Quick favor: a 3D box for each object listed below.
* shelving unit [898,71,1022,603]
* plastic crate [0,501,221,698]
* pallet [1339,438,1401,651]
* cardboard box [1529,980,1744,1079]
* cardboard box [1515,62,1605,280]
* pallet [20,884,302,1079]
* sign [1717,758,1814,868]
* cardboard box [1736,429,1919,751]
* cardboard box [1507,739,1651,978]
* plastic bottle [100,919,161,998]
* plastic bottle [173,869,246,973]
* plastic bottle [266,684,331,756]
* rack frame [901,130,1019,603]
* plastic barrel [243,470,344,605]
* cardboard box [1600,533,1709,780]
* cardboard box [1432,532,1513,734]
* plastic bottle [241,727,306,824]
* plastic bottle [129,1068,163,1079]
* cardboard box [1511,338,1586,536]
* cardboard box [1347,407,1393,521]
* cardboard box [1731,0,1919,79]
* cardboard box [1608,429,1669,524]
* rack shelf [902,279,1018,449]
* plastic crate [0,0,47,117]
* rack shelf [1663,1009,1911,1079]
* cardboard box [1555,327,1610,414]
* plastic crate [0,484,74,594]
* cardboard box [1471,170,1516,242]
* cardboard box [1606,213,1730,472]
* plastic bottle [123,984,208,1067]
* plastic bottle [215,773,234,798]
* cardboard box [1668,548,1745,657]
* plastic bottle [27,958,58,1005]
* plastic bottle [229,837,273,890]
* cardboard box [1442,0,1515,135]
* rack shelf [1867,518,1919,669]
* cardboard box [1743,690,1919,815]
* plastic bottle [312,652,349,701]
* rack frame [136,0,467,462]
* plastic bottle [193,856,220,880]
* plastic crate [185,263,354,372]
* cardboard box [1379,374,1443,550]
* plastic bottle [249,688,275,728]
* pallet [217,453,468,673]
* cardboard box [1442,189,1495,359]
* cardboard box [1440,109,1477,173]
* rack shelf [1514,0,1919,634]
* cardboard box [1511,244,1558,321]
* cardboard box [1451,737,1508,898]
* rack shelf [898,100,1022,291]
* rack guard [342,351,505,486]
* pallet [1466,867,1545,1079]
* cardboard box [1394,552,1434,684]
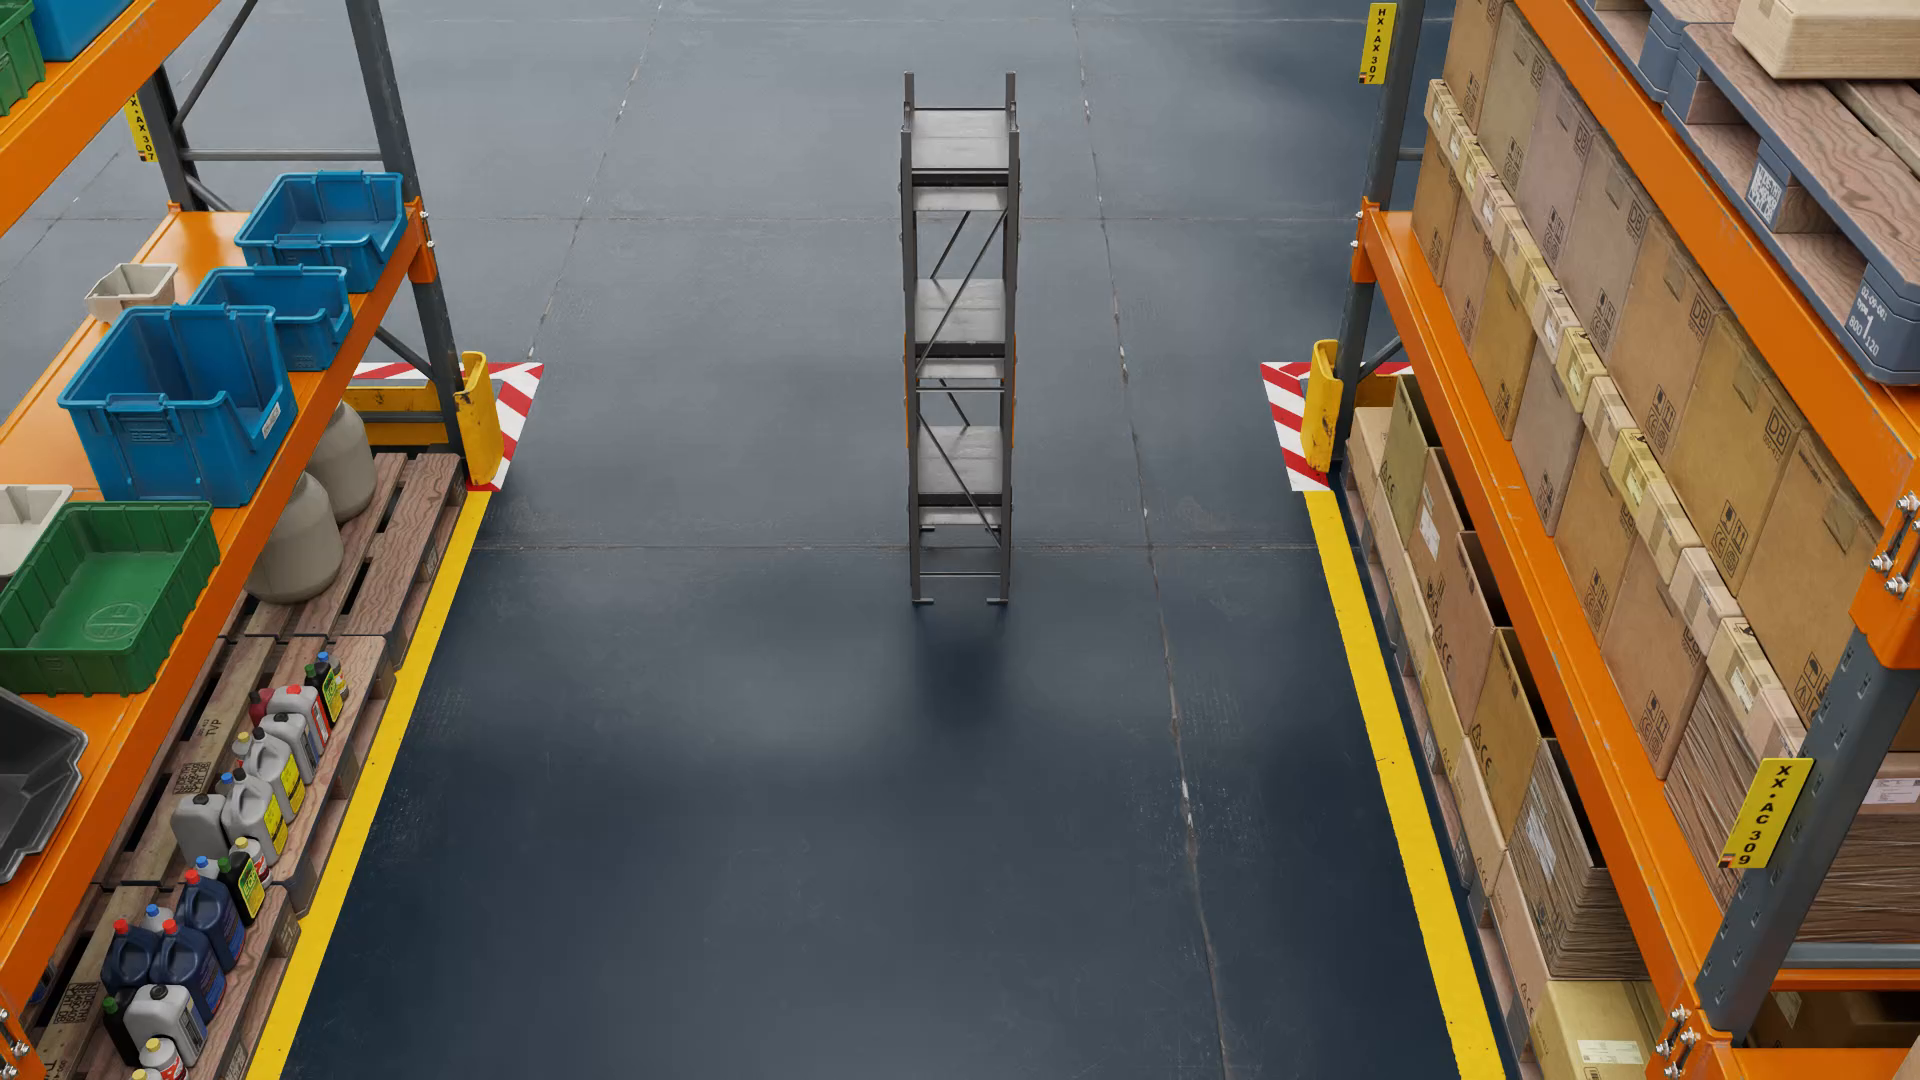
[{"bbox_3d":[0.000,-0.716,6.464,0.431,2.100,0.503,0,39,0],"label":"shelving unit"},{"bbox_3d":[-2.476,0.163,4.817,0.450,0.188,0.662,0,39,0],"label":"plastic crate"},{"bbox_3d":[2.235,-0.007,7.090,1.003,0.211,1.213,0,39,0],"label":"pallet"},{"bbox_3d":[1.978,1.548,4.783,0.500,0.250,0.500,0,39,0],"label":"cardboard box"},{"bbox_3d":[2.187,-1.149,5.168,0.700,0.500,0.500,0,39,0],"label":"cardboard box"},{"bbox_3d":[-2.716,1.598,5.088,1.003,0.211,1.213,0,39,0],"label":"pallet"},{"bbox_3d":[1.642,0.561,3.396,0.100,0.325,0.005,0,39,0],"label":"sign"},{"bbox_3d":[2.190,0.106,3.602,0.700,0.500,0.500,0,39,0],"label":"cardboard box"},{"bbox_3d":[1.989,0.942,4.939,0.500,0.500,0.500,0,39,0],"label":"cardboard box"},{"bbox_3d":[-2.487,1.287,5.012,0.144,0.351,0.185,0,39,0],"label":"plastic bottle"},{"bbox_3d":[-2.343,1.168,5.160,0.144,0.351,0.185,-2,39,-2],"label":"plastic bottle"},{"bbox_3d":[-2.348,0.625,5.898,0.152,0.276,0.135,0,39,0],"label":"plastic bottle"},{"bbox_3d":[0.000,-0.563,6.274,0.400,2.100,0.015,0,39,0],"label":"rack frame"},{"bbox_3d":[-2.684,-0.040,6.555,0.421,0.512,0.421,0,39,0],"label":"plastic barrel"},{"bbox_3d":[2.183,0.282,4.420,0.700,0.500,0.500,0,39,-1],"label":"cardboard box"},{"bbox_3d":[1.969,0.317,5.719,0.500,0.500,0.500,0,39,0],"label":"cardboard box"},{"bbox_3d":[-2.344,0.786,5.637,0.144,0.351,0.185,1,39,2],"label":"plastic bottle"},{"bbox_3d":[-2.319,1.587,4.757,0.097,0.201,0.097,0,39,0],"label":"plastic bottle"},{"bbox_3d":[2.184,-0.352,5.211,0.700,0.500,0.500,1,39,1],"label":"cardboard box"},{"bbox_3d":[1.970,-0.328,7.124,0.500,0.250,0.500,0,39,0],"label":"cardboard box"},{"bbox_3d":[1.922,-1.117,3.599,0.380,0.149,0.250,0,39,0],"label":"cardboard box"},{"bbox_3d":[1.983,-0.170,4.465,0.380,0.149,0.250,0,39,0],"label":"cardboard box"},{"bbox_3d":[0.000,-0.705,6.473,0.431,0.518,0.480,0,39,0],"label":"rack shelf"},{"bbox_3d":[-2.486,-1.145,4.051,0.336,0.188,0.450,0,39,0],"label":"plastic crate"},{"bbox_3d":[2.199,2.460,2.357,1.077,0.370,4.000,0,39,0],"label":"rack shelf"},{"bbox_3d":[1.979,-0.494,4.869,0.380,0.149,0.250,1,39,1],"label":"cardboard box"},{"bbox_3d":[-3.012,0.017,5.041,0.530,0.136,0.437,0,39,0],"label":"plastic crate"},{"bbox_3d":[1.977,-1.141,5.676,0.380,0.149,0.250,-1,39,-1],"label":"cardboard box"},{"bbox_3d":[2.188,-0.524,4.387,0.700,0.500,0.500,0,39,0],"label":"cardboard box"},{"bbox_3d":[-2.346,1.419,4.907,0.152,0.276,0.135,1,39,2],"label":"plastic bottle"},{"bbox_3d":[-2.464,0.872,5.649,0.097,0.201,0.097,0,39,0],"label":"plastic bottle"},{"bbox_3d":[1.981,0.148,4.068,0.380,0.149,0.250,-1,39,-1],"label":"cardboard box"},{"bbox_3d":[-2.898,1.282,5.077,0.152,0.276,0.135,0,39,0],"label":"plastic bottle"},{"bbox_3d":[-2.320,1.050,5.427,0.097,0.201,0.097,0,39,0],"label":"plastic bottle"},{"bbox_3d":[2.180,-1.793,5.972,0.700,0.500,0.500,0,39,0],"label":"cardboard box"},{"bbox_3d":[2.199,1.289,1.419,1.077,0.370,4.000,0,39,0],"label":"rack shelf"},{"bbox_3d":[1.982,0.466,3.671,0.380,0.149,0.250,0,39,0],"label":"cardboard box"},{"bbox_3d":[-2.321,0.497,6.118,0.097,0.201,0.097,0,39,0],"label":"plastic bottle"},{"bbox_3d":[-2.761,-1.572,6.813,1.000,3.000,0.127,0,39,0],"label":"rack frame"},{"bbox_3d":[-2.380,1.107,5.299,0.097,0.271,0.097,0,39,0],"label":"plastic bottle"},{"bbox_3d":[-2.466,-0.795,5.962,0.499,0.251,0.408,0,39,0],"label":"plastic crate"},{"bbox_3d":[1.973,-0.308,6.499,0.500,0.500,0.500,0,39,0],"label":"cardboard box"},{"bbox_3d":[-2.454,0.623,5.895,0.061,0.283,0.133,0,39,0],"label":"plastic bottle"},{"bbox_3d":[-2.719,0.072,6.992,1.003,0.211,1.213,0,39,0],"label":"pallet"},{"bbox_3d":[2.185,-0.992,6.009,0.700,0.500,0.500,1,39,1],"label":"cardboard box"},{"bbox_3d":[1.980,-1.455,6.068,0.380,0.149,0.250,-1,39,-1],"label":"cardboard box"},{"bbox_3d":[2.194,-1.212,4.541,1.077,0.370,4.000,0,39,0],"label":"rack shelf"},{"bbox_3d":[1.981,-0.814,5.269,0.380,0.149,0.250,-1,39,-1],"label":"cardboard box"},{"bbox_3d":[1.972,0.922,5.563,0.500,0.250,0.500,0,39,0],"label":"cardboard box"},{"bbox_3d":[0.000,-1.251,6.035,0.431,0.518,0.480,0,39,0],"label":"rack shelf"},{"bbox_3d":[-2.714,-0.549,7.535,1.175,0.500,0.348,0,39,0],"label":"rack guard"},{"bbox_3d":[2.238,1.519,5.186,1.003,0.211,1.213,0,39,0],"label":"pallet"},{"bbox_3d":[1.975,0.297,6.344,0.500,0.250,0.500,0,39,0],"label":"cardboard box"}]
